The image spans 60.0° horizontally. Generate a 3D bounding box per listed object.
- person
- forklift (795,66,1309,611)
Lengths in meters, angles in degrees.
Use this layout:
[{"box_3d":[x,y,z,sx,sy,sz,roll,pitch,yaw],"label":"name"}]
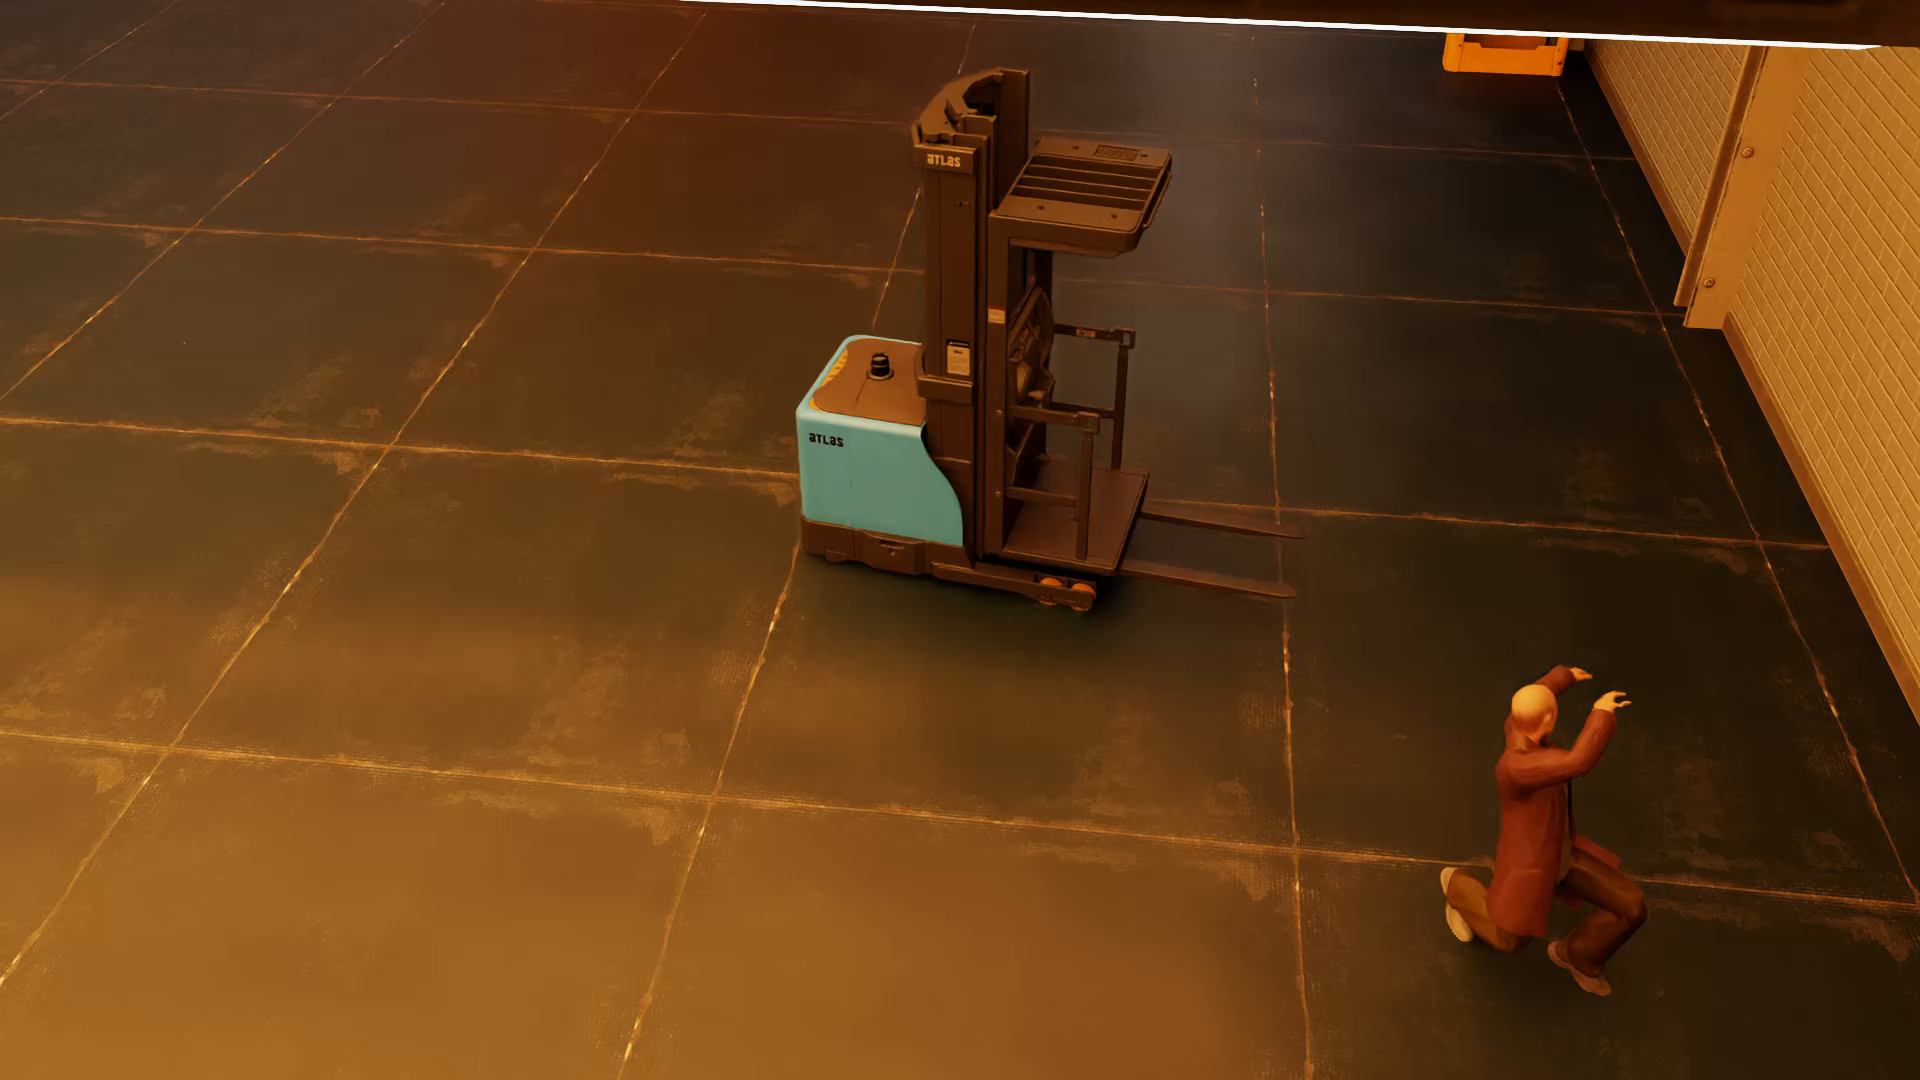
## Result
[{"box_3d":[2.812,1.242,7.561,1.143,1.556,0.939,-30,46,-34],"label":"person"},{"box_3d":[0.592,-1.107,9.531,3.031,2.935,1.130,10,37,13],"label":"forklift"}]
